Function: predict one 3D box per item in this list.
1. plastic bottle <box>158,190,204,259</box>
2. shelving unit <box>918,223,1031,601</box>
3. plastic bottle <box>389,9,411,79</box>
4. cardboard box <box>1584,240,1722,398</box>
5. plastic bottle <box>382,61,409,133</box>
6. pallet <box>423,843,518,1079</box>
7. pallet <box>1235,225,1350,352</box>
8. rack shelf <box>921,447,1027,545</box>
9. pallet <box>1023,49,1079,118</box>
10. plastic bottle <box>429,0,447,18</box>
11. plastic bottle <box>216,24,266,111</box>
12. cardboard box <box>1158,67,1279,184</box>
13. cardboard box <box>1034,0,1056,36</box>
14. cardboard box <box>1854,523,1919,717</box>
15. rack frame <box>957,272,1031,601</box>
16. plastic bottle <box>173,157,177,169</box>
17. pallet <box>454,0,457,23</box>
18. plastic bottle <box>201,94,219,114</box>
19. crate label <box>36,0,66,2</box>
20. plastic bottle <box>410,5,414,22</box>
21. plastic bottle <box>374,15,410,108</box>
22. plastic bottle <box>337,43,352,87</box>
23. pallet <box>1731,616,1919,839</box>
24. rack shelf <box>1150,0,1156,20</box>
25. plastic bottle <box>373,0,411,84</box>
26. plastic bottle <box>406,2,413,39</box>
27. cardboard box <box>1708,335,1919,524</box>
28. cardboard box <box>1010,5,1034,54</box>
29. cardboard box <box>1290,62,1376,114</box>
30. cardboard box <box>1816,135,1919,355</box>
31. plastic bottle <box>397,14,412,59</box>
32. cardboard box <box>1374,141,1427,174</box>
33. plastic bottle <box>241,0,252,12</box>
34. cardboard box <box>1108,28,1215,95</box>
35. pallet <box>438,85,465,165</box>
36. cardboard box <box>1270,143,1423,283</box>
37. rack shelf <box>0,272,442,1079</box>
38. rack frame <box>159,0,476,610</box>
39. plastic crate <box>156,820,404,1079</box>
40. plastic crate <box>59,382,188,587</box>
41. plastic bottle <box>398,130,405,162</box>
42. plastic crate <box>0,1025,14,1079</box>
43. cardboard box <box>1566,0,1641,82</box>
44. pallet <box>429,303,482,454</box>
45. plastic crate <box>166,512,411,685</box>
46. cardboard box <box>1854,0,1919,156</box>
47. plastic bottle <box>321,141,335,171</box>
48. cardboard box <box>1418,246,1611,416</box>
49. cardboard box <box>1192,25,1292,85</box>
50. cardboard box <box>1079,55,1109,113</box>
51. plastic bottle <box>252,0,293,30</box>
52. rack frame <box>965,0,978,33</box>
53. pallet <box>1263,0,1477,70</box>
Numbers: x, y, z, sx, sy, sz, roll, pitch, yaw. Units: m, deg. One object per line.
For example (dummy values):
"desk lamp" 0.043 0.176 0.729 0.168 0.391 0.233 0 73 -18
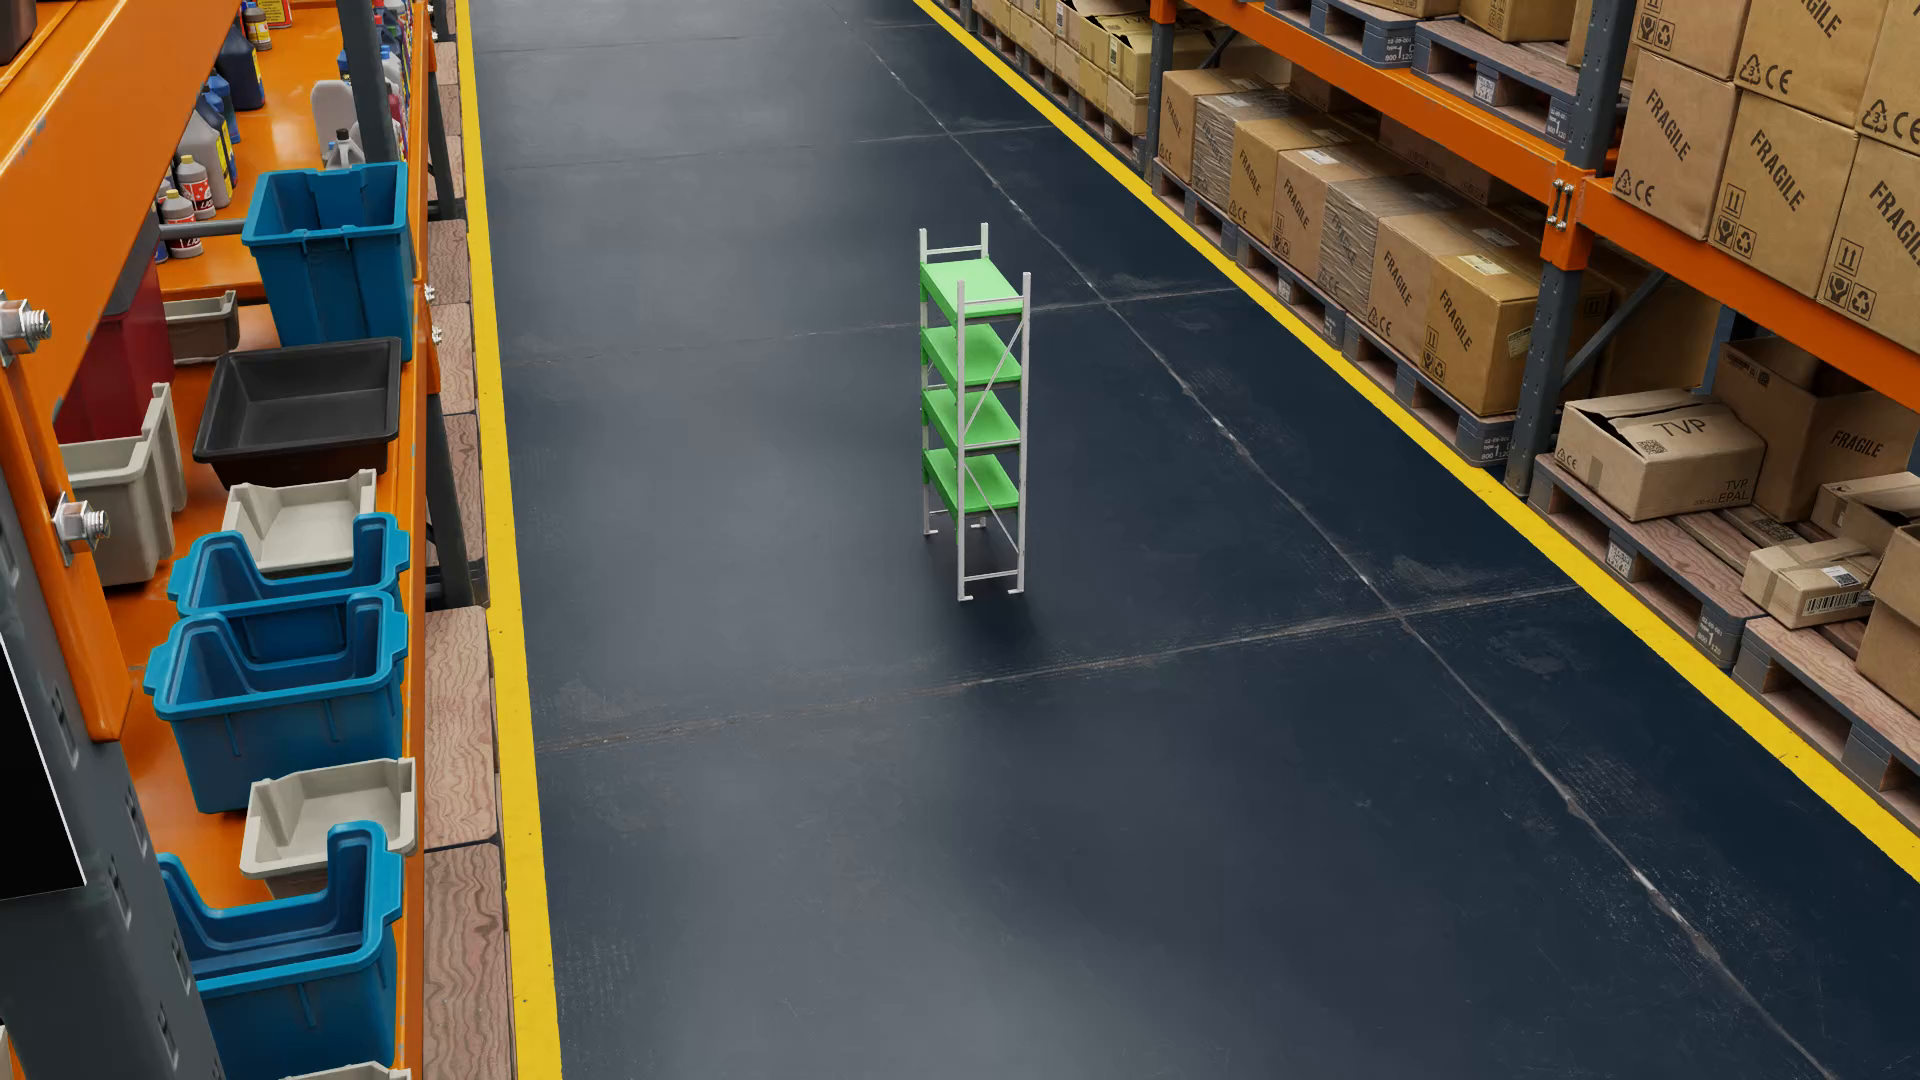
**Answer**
"plastic bottle" -2.418 -0.983 5.152 0.097 0.201 0.097 0 30 0
"shelving unit" 0.044 -0.439 5.811 0.258 1.200 0.503 -8 31 -13
"plastic bottle" -2.357 -2.087 6.977 0.061 0.283 0.133 -8 31 -13
"cardboard box" 2.766 -0.927 6.914 0.500 0.500 0.500 -9 31 -16
"plastic bottle" -2.180 -1.676 6.275 0.152 0.276 0.135 -8 31 -13
"pallet" -1.557 1.251 3.878 1.003 0.211 1.213 -8 31 -13
"pallet" 2.080 -1.324 8.327 1.003 0.211 1.213 -8 31 -13
"rack shelf" 0.044 -0.176 5.964 0.258 0.148 0.480 -8 31 -13
"pallet" 1.097 -3.269 11.687 1.003 0.211 1.213 -8 31 -13
"plastic bottle" -4.015 -4.136 12.681 0.152 0.276 0.135 -7 31 -11
"plastic bottle" -2.858 -1.892 6.574 0.144 0.351 0.185 -8 31 -13
"cardboard box" 1.443 -2.335 9.347 0.500 0.500 0.500 -7 31 -11
"cardboard box" 0.815 -3.676 11.373 0.500 0.311 0.500 -7 31 -12
"cardboard box" 3.163 0.244 4.887 0.797 0.503 0.637 -8 31 -13
"rack frame" 0.109 -0.321 5.608 0.240 1.200 0.015 -8 31 -13
"plastic bottle" -2.676 -1.275 5.508 0.144 0.351 0.185 -8 31 -13
"pallet" -4.706 -4.473 13.768 1.003 0.211 1.213 -8 31 -13
"plastic bottle" -2.649 -1.433 5.860 0.097 0.271 0.097 0 30 0
"crate label" -0.989 -0.687 1.596 0.408 0.251 0.502 -8 31 -13
"plastic bottle" -2.647 -2.545 7.851 0.097 0.201 0.097 0 30 0
"plastic bottle" -2.270 -1.880 6.553 0.144 0.351 0.185 -8 31 -13
"plastic bottle" -2.375 -1.808 6.508 0.097 0.271 0.097 0 30 0
"pallet" 3.168 0.576 5.044 1.003 0.211 1.213 -8 31 -13
"rack shelf" 1.067 -4.139 11.125 1.077 0.370 4.000 -8 31 -13
"plastic bottle" -2.355 -2.034 6.818 0.144 0.351 0.185 -8 31 -13
"plastic bottle" -2.560 -2.387 7.577 0.097 0.201 0.097 0 30 0
"cardboard box" 3.084 -0.424 6.044 0.500 0.500 0.500 -8 31 -13
"cardboard box" 0.679 -3.684 11.946 0.500 0.250 0.500 -9 31 -15
"cardboard box" 2.092 -2.471 8.832 0.500 0.250 0.500 -7 31 -11
"cardboard box" 2.802 -0.825 4.581 0.500 0.500 0.500 -8 31 -14
"plastic bottle" -2.457 -2.199 7.253 0.097 0.201 0.097 0 30 0
"cardboard box" 2.355 -1.670 8.197 0.500 0.500 0.500 -9 31 -15
"plastic bottle" -3.376 -2.522 7.737 0.152 0.276 0.135 -8 31 -13
"cardboard box" 1.222 -2.939 10.100 0.500 0.311 0.500 -7 31 -12
"pallet" -3.667 -2.589 10.511 1.003 0.211 1.213 -8 31 -13
"cardboard box" 1.859 -1.589 8.057 0.500 0.500 0.500 -9 31 -15
"rack shelf" -1.586 0.381 3.315 1.077 0.370 4.000 -8 31 -13
"rack frame" -2.117 -0.896 4.804 1.000 3.000 0.127 -8 31 -13
"plastic crate" -0.978 0.601 2.324 0.416 0.233 0.300 -8 31 -13
"plastic crate" -1.889 -0.109 3.502 0.437 0.282 0.530 -8 31 -13
"plastic bottle" -2.000 -1.368 5.817 0.097 0.201 0.097 0 30 0
"plastic crate" -1.446 0.754 2.156 0.396 0.136 0.243 -8 31 -13
"cardboard box" 2.750 -2.036 6.255 0.700 0.500 0.500 -19 35 -30
"pallet" -2.609 -0.658 7.176 1.003 0.211 1.213 -8 31 -13
"plastic crate" -1.233 0.138 3.124 0.416 0.233 0.300 -8 31 -13
"cardboard box" 2.787 -1.266 4.346 0.500 0.500 0.500 -9 31 -15
"plastic bottle" -2.085 -1.235 5.588 0.097 0.201 0.097 0 30 0
"cardboard box" 2.252 -0.862 6.800 0.500 0.500 0.500 -8 31 -14
"cardboard box" 1.742 -3.011 10.224 0.500 0.311 0.500 -7 31 -12
"cardboard box" 1.083 -2.947 10.672 0.500 0.250 0.500 -8 31 -14
"plastic bottle" -3.229 -2.543 7.772 0.152 0.276 0.135 -8 31 -13
"rack frame" 0.536 -5.417 12.614 1.000 3.000 0.127 -8 31 -13
"pallet" 2.119 -2.463 7.703 1.003 0.211 1.213 -8 31 -13
